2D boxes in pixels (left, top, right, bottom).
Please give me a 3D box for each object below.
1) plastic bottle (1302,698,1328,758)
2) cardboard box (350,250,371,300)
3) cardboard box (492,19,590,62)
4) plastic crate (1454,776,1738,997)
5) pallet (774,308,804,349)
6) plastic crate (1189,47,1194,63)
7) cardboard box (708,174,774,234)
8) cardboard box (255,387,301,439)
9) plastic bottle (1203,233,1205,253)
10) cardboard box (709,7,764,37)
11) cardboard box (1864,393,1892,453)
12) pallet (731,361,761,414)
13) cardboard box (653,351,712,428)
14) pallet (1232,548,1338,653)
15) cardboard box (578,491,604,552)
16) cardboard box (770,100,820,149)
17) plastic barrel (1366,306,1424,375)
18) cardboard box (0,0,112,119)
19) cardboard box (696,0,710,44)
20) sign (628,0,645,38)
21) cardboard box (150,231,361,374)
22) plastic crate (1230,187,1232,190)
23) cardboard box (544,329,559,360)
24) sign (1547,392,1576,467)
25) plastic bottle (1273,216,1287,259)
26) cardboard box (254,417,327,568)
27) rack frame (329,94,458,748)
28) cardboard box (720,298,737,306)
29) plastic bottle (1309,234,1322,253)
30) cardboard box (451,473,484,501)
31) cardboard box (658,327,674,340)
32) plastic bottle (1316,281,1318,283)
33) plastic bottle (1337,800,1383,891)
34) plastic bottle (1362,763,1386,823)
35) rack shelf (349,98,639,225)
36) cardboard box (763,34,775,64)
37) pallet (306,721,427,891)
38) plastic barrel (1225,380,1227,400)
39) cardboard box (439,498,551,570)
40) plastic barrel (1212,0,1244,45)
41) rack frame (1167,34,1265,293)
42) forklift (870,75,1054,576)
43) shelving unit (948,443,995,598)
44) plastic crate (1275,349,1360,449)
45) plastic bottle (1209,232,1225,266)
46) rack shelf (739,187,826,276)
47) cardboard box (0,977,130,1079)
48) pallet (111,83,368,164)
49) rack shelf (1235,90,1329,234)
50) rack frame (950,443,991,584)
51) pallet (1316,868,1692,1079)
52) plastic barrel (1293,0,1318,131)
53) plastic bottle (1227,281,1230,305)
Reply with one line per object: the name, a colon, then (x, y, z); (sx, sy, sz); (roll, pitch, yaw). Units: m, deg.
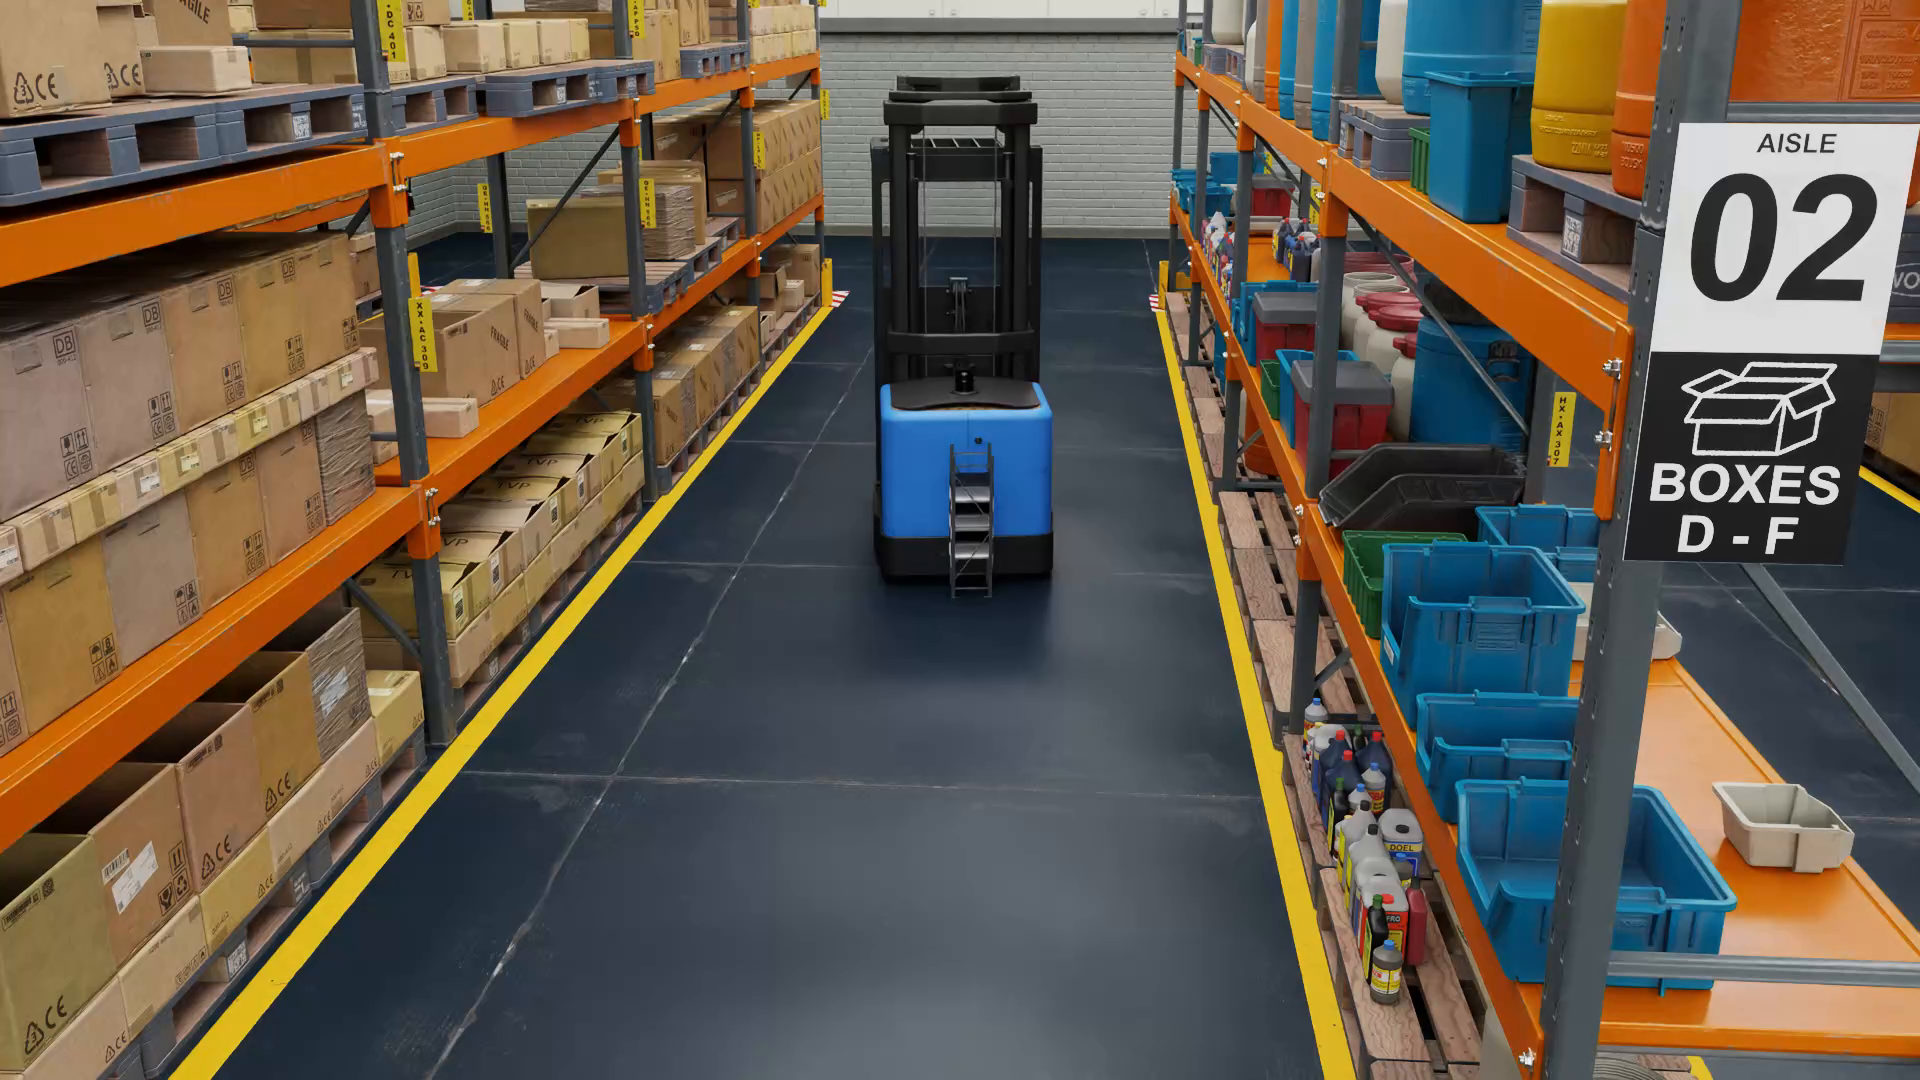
plastic bottle: (1.553, 0.822, 7.273); (0.097, 0.271, 0.097); (0, 18, 0)
cardboard box: (-6.994, -2.940, 18.417); (0.700, 0.500, 0.500); (1, 18, 4)
cardboard box: (-2.617, -3.121, 10.379); (0.500, 0.250, 0.500); (0, 18, 0)
plastic crate: (1.464, 0.796, 3.916); (0.499, 0.251, 0.616); (1, 18, 4)
pallet: (-2.219, -2.219, 17.358); (1.003, 0.211, 1.213); (1, 18, 4)
plastic crate: (2.298, -4.543, 15.577); (0.293, 0.136, 0.466); (1, 18, 4)
cardboard box: (-2.046, -3.151, 15.562); (0.500, 0.500, 0.500); (2, 18, 5)
cardboard box: (-2.787, -0.494, 6.410); (0.380, 0.149, 0.250); (1, 18, 4)
plastic bottle: (2.135, -2.563, 14.247); (0.097, 0.201, 0.097); (0, 18, 0)
cardboard box: (-2.071, -4.689, 15.035); (0.500, 0.250, 0.500); (1, 18, 4)
cardboard box: (7.382, -1.167, 12.406); (1.225, 0.875, 0.875); (1, 18, 4)
pallet: (-2.374, -1.373, 14.774); (1.003, 0.211, 1.213); (1, 18, 4)
cardboard box: (-2.250, -1.184, 13.026); (0.500, 0.500, 0.500); (1, 18, 3)
pallet: (2.115, 0.345, 9.530); (1.003, 0.211, 1.213); (1, 18, 4)
cardboard box: (-2.507, -0.117, 10.204); (0.500, 0.250, 0.500); (2, 18, 5)
cardboard box: (-1.825, -4.572, 18.292); (0.500, 0.500, 0.500); (1, 18, 3)
plastic barrel: (2.353, -0.940, 8.755); (0.433, 0.535, 0.433); (0, 18, 0)
cardboard box: (-2.822, -1.473, 4.724); (0.500, 0.500, 0.500); (1, 18, 4)
cardboard box: (-2.463, -4.517, 14.077); (0.600, 0.600, 0.600); (0, 18, -1)
sign: (-2.088, -3.403, 10.716); (0.100, 0.325, 0.005); (1, 18, 4)
cardboard box: (-2.953, -0.993, 6.892); (0.700, 0.500, 0.500); (1, 18, 4)
plastic crate: (2.960, -3.638, 17.536); (0.396, 0.136, 0.243); (1, 18, 4)
cardboard box: (-2.676, -1.192, 10.148); (0.380, 0.149, 0.250); (3, 18, 8)
sign: (2.561, -0.471, 7.098); (0.100, 0.325, 0.005); (1, 18, 4)
plastic bottle: (2.703, -2.527, 13.896); (0.144, 0.351, 0.185); (1, 18, 4)
cardboard box: (-2.984, -0.212, 6.593); (0.700, 0.500, 0.500); (1, 18, 3)
rack frame: (-2.927, -0.467, 7.530); (1.000, 3.000, 0.127); (1, 18, 4)
cardboard box: (-2.542, -2.299, 16.733); (0.500, 0.311, 0.500); (1, 18, 4)
plastic bottle: (2.768, -2.181, 12.842); (0.144, 0.351, 0.185); (1, 18, 4)
cardboard box: (-3.075, -0.231, 9.652); (0.500, 0.311, 0.500); (1, 18, 3)
cardboard box: (-2.702, -1.507, 14.012); (0.500, 0.500, 0.500); (2, 18, 5)
plastic bottle: (2.501, -1.669, 11.398); (0.152, 0.276, 0.135); (1, 18, 4)
plastic bottle: (1.497, 1.127, 6.215); (0.144, 0.351, 0.185); (1, 18, 3)
plastic bottle: (1.651, 1.022, 6.663); (0.097, 0.271, 0.097); (0, 18, 0)
rack shelf: (-2.784, -2.171, 9.071); (1.077, 0.370, 4.000); (1, 18, 4)
cardboard box: (-2.032, -4.606, 15.587); (0.500, 0.250, 0.500); (1, 18, 4)
pallet: (-3.026, 1.104, 7.213); (1.003, 0.211, 1.213); (1, 18, 4)
plastic barrel: (2.350, -1.295, 13.379); (0.421, 0.512, 0.421); (0, 18, 0)
cardboard box: (-2.572, -0.065, 9.145); (0.500, 0.311, 0.500); (1, 18, 2)
plastic barrel: (2.299, -4.371, 13.737); (0.433, 0.535, 0.433); (0, 18, 0)
rack frame: (2.873, -4.082, 18.563); (1.000, 3.000, 0.127); (1, 18, 4)
forklift: (-0.034, -1.587, 11.060); (1.130, 2.935, 3.031); (-1, 18, -3)
shelving unit: (0.065, -0.111, 9.788); (0.258, 0.900, 0.210); (-1, 24, -3)
plastic crate: (1.782, -0.697, 8.258); (0.392, 0.384, 0.575); (1, 18, 4)
plastic bottle: (2.107, -2.358, 13.501); (0.152, 0.276, 0.135); (1, 18, 4)
rack shelf: (-2.210, -3.231, 17.121); (1.077, 0.370, 4.000); (1, 18, 4)
cardboard box: (-2.922, 1.566, 5.069); (0.500, 0.250, 0.500); (1, 18, 4)
pallet: (-2.963, -1.585, 6.267); (1.003, 0.211, 1.213); (1, 18, 4)
rack shelf: (2.156, -2.060, 8.730); (1.077, 0.370, 4.000); (1, 18, 4)
rack frame: (0.060, -0.152, 9.881); (0.240, 0.900, 0.006); (-1, 24, -3)
pallet: (1.838, 1.558, 5.830); (1.003, 0.211, 1.213); (1, 18, 4)
plastic barrel: (1.880, -2.385, 7.761); (0.600, 0.901, 0.600); (0, 18, 0)
plastic bottle: (1.953, -1.775, 11.843); (0.097, 0.201, 0.097); (0, 18, 0)
